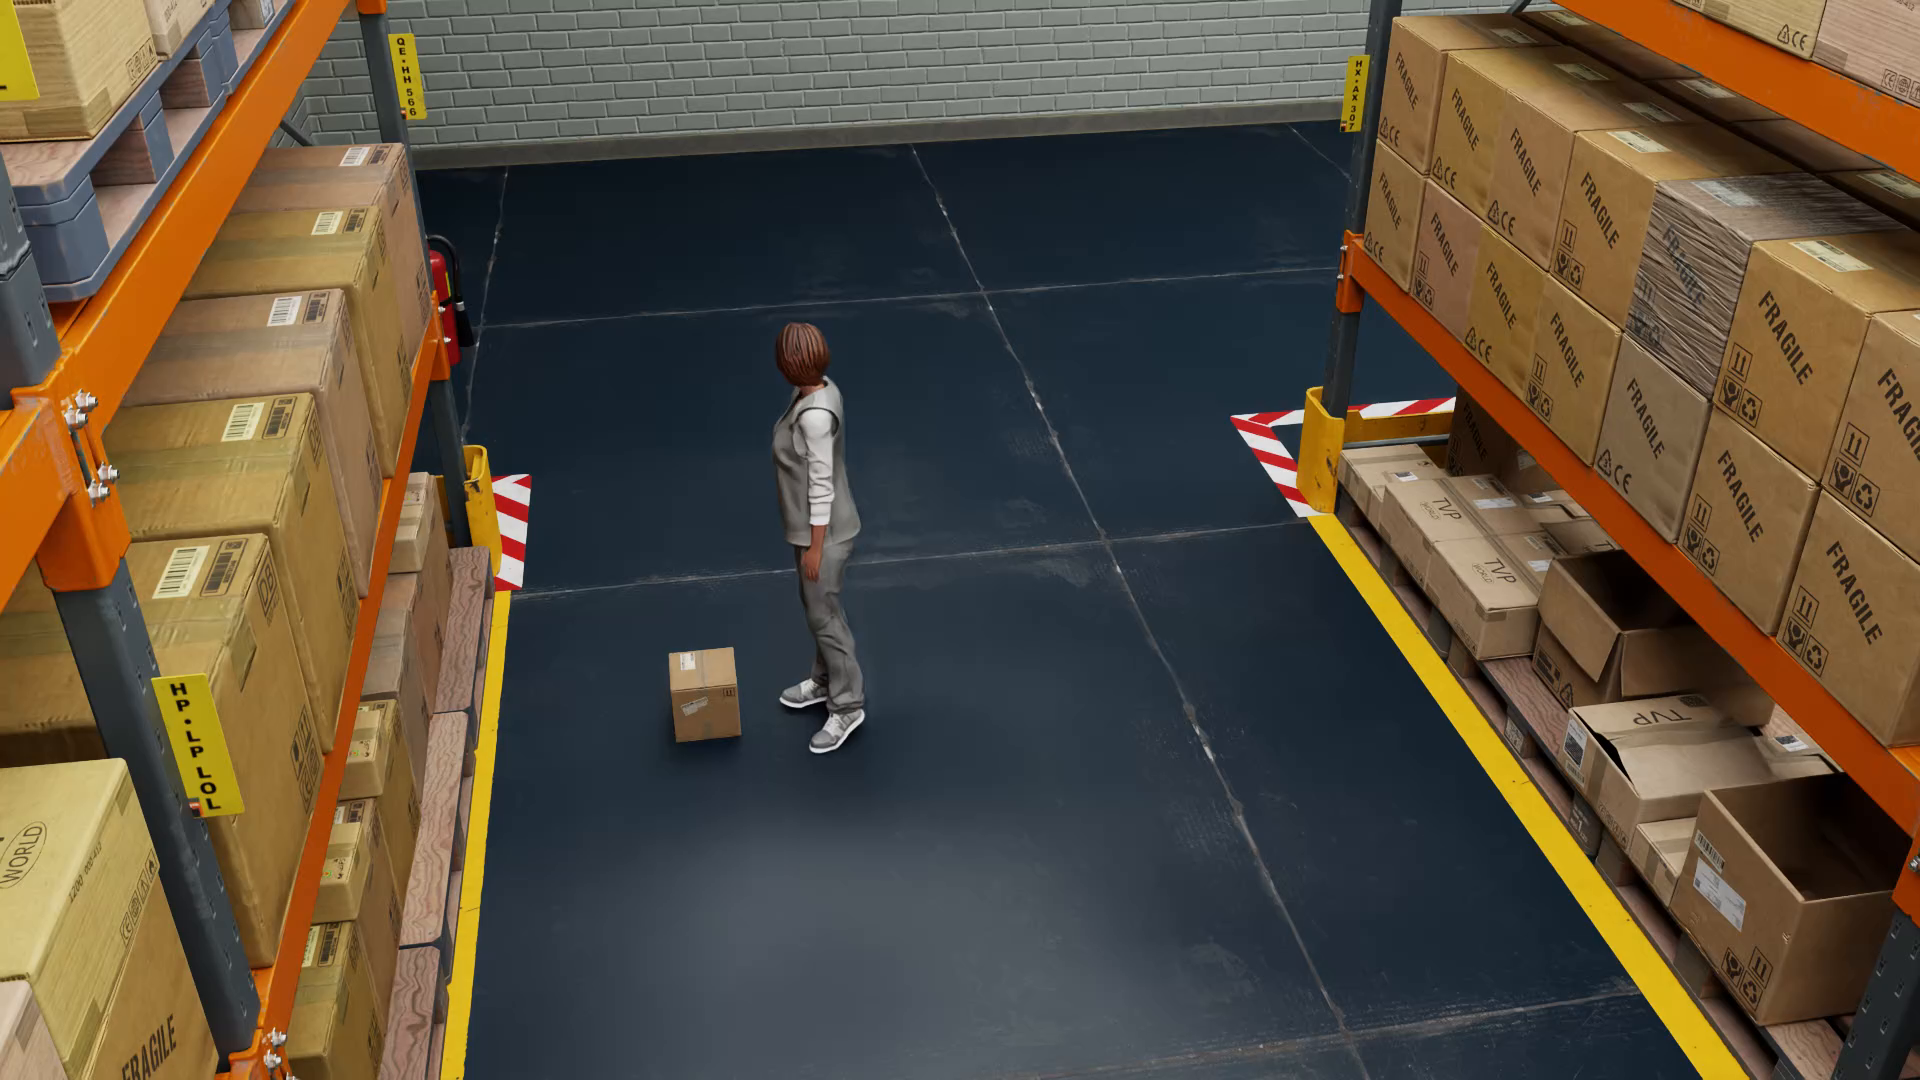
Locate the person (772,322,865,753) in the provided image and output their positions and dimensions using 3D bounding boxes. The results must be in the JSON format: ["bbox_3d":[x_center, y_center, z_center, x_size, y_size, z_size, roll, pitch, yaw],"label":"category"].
[{"bbox_3d":[-0.537,-0.020,6.151,0.340,1.611,0.575,-5,31,-8],"label":"person"}]
